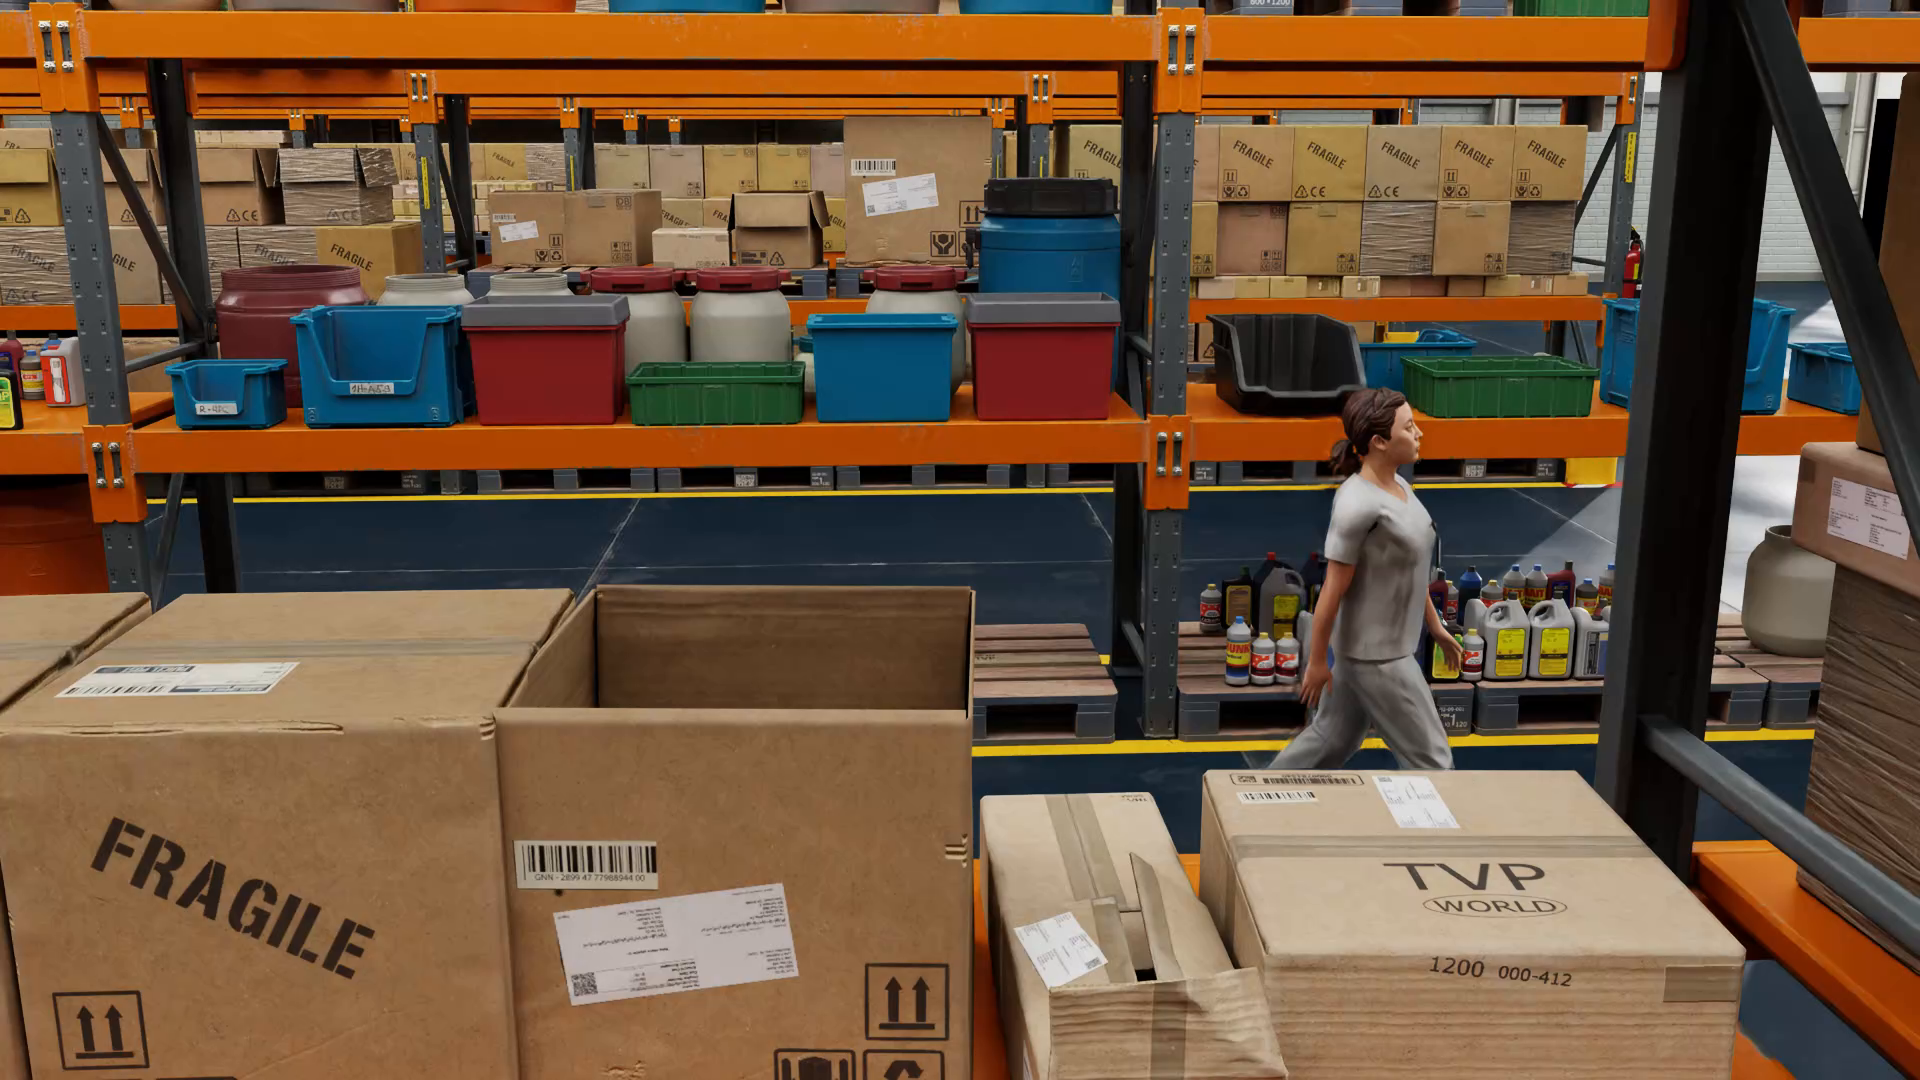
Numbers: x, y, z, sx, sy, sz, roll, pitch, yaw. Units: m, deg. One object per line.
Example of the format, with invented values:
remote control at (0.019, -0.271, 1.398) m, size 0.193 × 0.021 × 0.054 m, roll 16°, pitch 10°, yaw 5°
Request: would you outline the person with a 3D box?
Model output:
person at (1.326, 0.331, 5.139) m, size 1.028 × 1.619 × 0.473 m, roll 7°, pitch 15°, yaw 26°
